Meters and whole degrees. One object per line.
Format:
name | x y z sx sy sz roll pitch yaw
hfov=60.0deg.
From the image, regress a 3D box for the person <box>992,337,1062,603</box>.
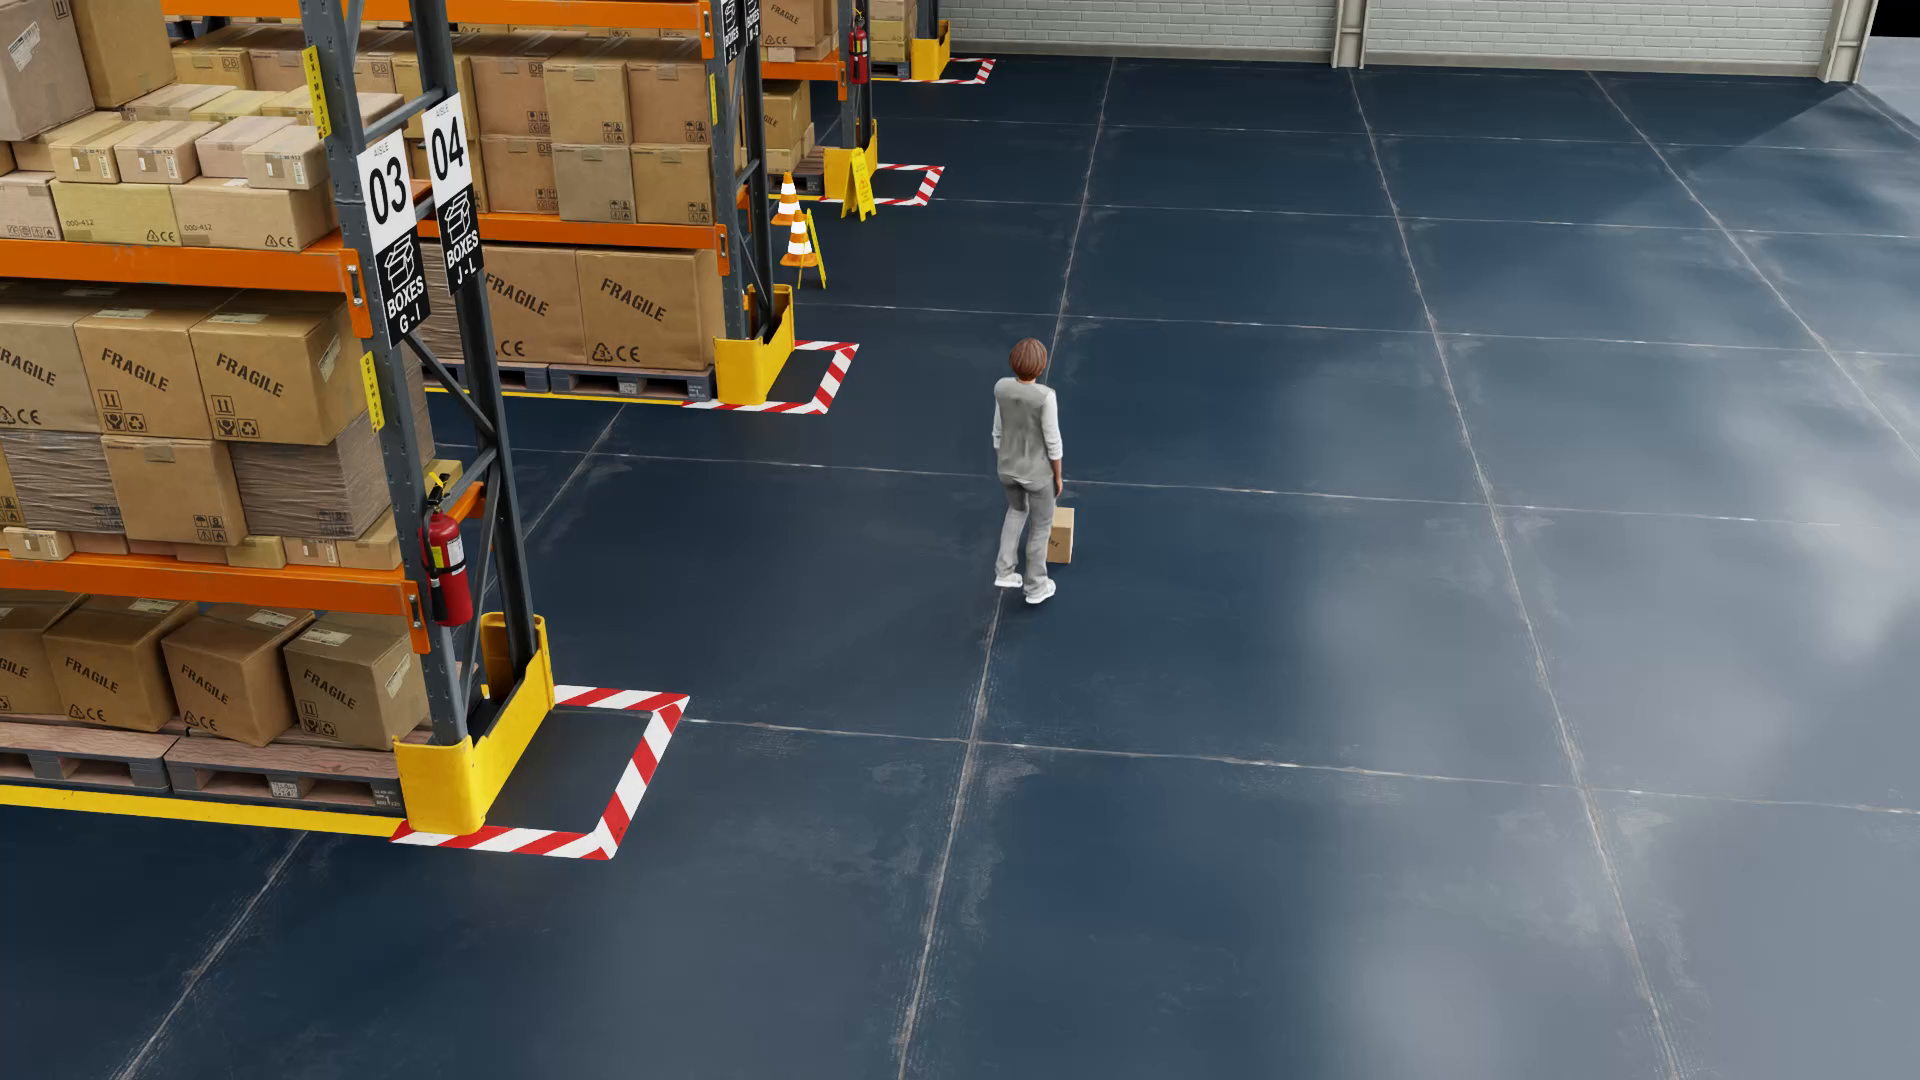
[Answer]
person | 0.368 -0.364 9.278 0.436 1.590 0.394 16 33 27
